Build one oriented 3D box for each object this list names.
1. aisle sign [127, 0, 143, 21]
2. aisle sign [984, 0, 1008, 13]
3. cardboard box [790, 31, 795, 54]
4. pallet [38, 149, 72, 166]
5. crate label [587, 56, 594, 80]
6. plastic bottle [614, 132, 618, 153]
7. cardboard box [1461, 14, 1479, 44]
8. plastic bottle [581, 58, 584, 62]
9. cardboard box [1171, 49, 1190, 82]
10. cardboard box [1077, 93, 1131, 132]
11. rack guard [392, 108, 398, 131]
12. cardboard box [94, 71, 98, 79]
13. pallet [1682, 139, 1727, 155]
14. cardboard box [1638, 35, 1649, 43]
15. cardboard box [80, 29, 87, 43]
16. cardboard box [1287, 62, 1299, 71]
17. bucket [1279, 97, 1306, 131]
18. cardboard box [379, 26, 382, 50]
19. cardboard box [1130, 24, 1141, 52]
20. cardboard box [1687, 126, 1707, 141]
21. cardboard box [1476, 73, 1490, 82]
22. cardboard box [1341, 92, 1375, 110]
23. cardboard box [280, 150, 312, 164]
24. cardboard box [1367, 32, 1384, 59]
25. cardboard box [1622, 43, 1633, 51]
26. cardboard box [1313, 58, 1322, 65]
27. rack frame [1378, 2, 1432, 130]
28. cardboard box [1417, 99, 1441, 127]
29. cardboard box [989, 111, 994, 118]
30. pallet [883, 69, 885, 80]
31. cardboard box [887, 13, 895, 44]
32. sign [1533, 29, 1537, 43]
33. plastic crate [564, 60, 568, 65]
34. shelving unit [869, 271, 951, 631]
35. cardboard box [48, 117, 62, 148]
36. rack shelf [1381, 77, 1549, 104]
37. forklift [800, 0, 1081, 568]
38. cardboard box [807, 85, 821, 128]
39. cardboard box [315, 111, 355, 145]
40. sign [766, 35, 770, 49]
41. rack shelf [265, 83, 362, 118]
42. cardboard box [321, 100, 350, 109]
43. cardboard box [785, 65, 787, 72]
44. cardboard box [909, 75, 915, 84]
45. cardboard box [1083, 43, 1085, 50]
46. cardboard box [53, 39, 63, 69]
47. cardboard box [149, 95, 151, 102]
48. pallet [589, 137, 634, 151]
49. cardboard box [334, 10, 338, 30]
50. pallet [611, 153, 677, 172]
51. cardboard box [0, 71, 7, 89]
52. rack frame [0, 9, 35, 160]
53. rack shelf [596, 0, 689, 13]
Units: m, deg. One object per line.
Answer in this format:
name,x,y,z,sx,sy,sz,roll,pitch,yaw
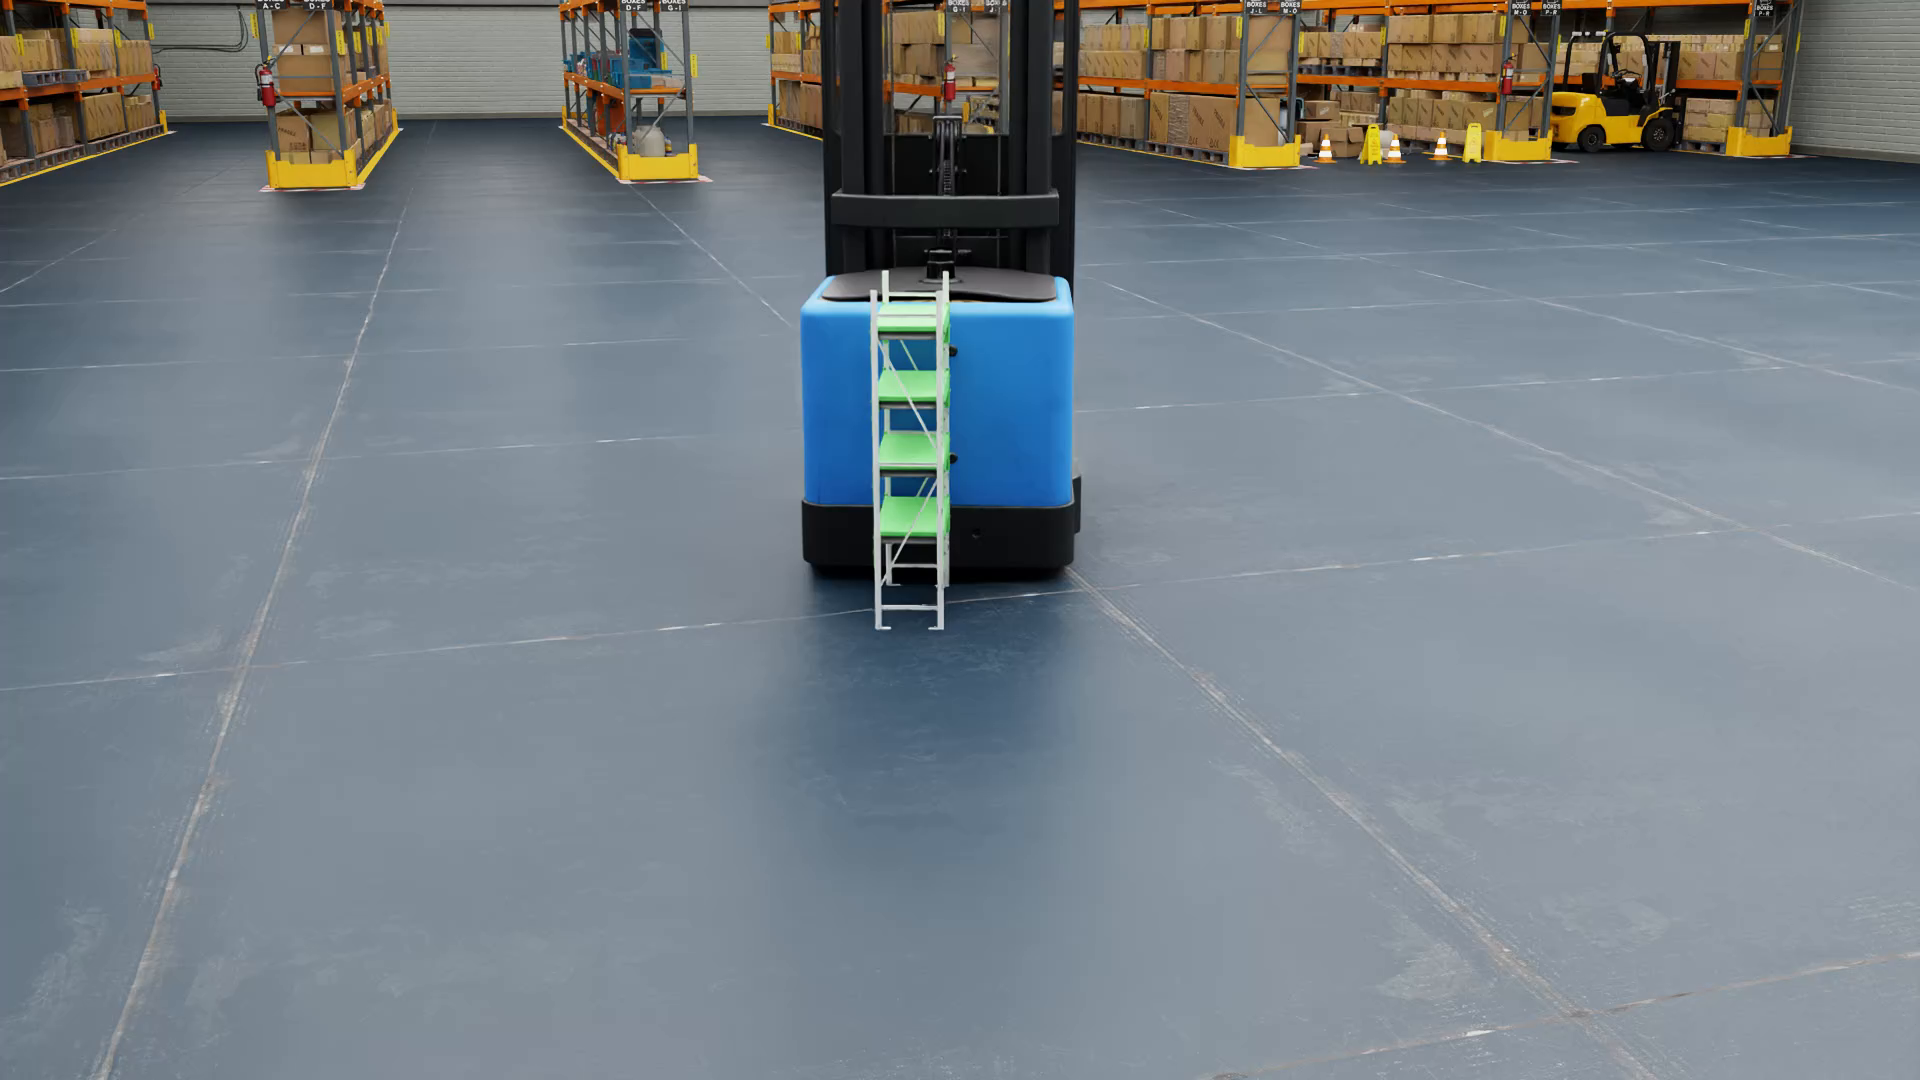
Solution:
aisle sign,-18.162,-11.842,36.642,0.394,0.787,0.004,-5,17,-15
aisle sign,0.560,-8.554,25.697,0.394,0.787,0.004,-5,17,-15
cardboard box,-3.561,-11.296,37.785,0.500,0.500,0.500,-5,17,-15
pallet,-15.687,-6.452,28.064,1.003,0.211,1.213,-5,17,-15
crate label,-6.693,-8.845,31.121,0.502,0.435,0.616,-5,17,-15
plastic bottle,-5.616,-6.533,27.328,0.144,0.351,0.185,-5,17,-16
cardboard box,9.301,-9.020,29.337,0.700,0.500,0.500,-5,17,-15
plastic bottle,-8.009,-10.072,35.356,0.144,0.351,0.185,-5,17,-15
cardboard box,4.273,-8.435,29.557,0.875,0.550,0.550,-5,17,-15
cardboard box,2.933,-8.828,34.307,1.050,0.750,0.750,-5,17,-16
rack guard,-13.648,-9.728,38.468,1.175,0.500,0.348,-5,17,-15
cardboard box,-16.597,-8.836,31.555,0.380,0.149,0.250,-4,17,-14
pallet,14.304,-7.352,31.061,1.003,0.211,1.213,-5,17,-15
cardboard box,13.467,-9.761,32.414,0.380,0.149,0.250,-4,17,-14
cardboard box,-16.257,-9.194,30.317,0.500,0.250,0.500,-5,17,-16
cardboard box,7.196,-10.346,36.443,0.500,0.250,0.500,-5,18,-17
bucket,6.206,-8.078,31.678,0.726,0.611,0.620,1,7,4
cardboard box,-12.571,-10.662,35.320,0.500,0.500,0.500,-5,18,-17
cardboard box,3.666,-9.579,31.715,0.700,0.500,0.500,-5,17,-16
cardboard box,13.994,-7.607,31.112,0.500,0.250,0.500,-5,17,-15
cardboard box,9.298,-8.114,29.185,0.380,0.149,0.250,-5,17,-16
cardboard box,10.432,-11.493,43.614,0.700,0.500,0.500,-4,17,-13
cardboard box,-9.703,-5.530,24.196,0.500,0.250,0.500,-5,17,-15
cardboard box,8.336,-9.694,32.588,0.500,0.500,0.500,-5,17,-16
cardboard box,13.362,-9.764,32.942,0.380,0.149,0.250,-4,17,-14
cardboard box,7.627,-10.037,34.859,0.380,0.149,0.250,-5,17,-15
rack frame,8.684,-9.192,32.340,1.000,3.000,0.127,-5,17,-15
cardboard box,8.885,-7.961,30.985,0.500,0.500,0.500,-4,17,-12
cardboard box,0.928,-10.331,40.357,0.380,0.149,0.250,-5,17,-15
pallet,-0.915,-8.540,30.502,1.003,0.211,1.213,-5,17,-15
cardboard box,-0.966,-8.934,29.050,0.500,0.500,0.500,-5,17,-15
sign,12.889,-11.292,37.316,0.100,0.325,0.005,-5,17,-15
plastic crate,-8.973,-11.009,38.574,0.416,0.233,0.300,-5,17,-15
shelving unit,-0.170,-0.327,5.955,0.258,1.200,0.503,1,17,2
cardboard box,-15.954,-7.007,28.646,0.700,0.500,0.500,-5,17,-15
rack shelf,9.233,-8.295,30.602,1.077,0.370,4.000,-5,17,-15
forklift,-0.035,-1.667,7.407,1.130,2.935,3.031,1,17,2
cardboard box,-2.602,-9.383,35.937,1.225,0.875,0.875,-5,18,-17
cardboard box,-9.615,-6.345,25.606,0.500,0.500,0.500,-5,17,-15
sign,-4.678,-12.139,40.506,0.100,0.325,0.005,-5,17,-15
rack shelf,-9.821,-6.729,25.390,1.077,0.370,4.000,-5,17,-15
cardboard box,-11.972,-8.361,31.850,0.500,0.250,0.500,-4,17,-13
cardboard box,-3.865,-10.986,38.747,0.380,0.149,0.250,-4,17,-14
cardboard box,-0.650,-7.791,28.113,0.380,0.149,0.250,-5,17,-15
cardboard box,2.835,-10.463,35.241,0.380,0.149,0.250,-5,17,-17
cardboard box,-16.093,-8.470,28.996,0.700,0.500,0.500,-7,18,-22
cardboard box,-17.932,-9.661,36.388,0.380,0.149,0.250,-5,17,-16
pallet,-6.531,-7.571,31.789,1.003,0.211,1.213,-5,17,-15
cardboard box,-9.966,-7.895,25.594,0.700,0.500,0.500,-5,17,-15
pallet,-5.124,-6.155,27.075,1.003,0.211,1.213,-5,17,-15
cardboard box,-14.429,-6.788,24.563,0.500,0.250,0.500,-5,17,-16
rack frame,-15.133,-7.234,25.821,1.000,3.000,0.127,-5,17,-15
rack shelf,-5.058,-8.556,26.259,1.077,0.370,4.000,-5,17,-15
